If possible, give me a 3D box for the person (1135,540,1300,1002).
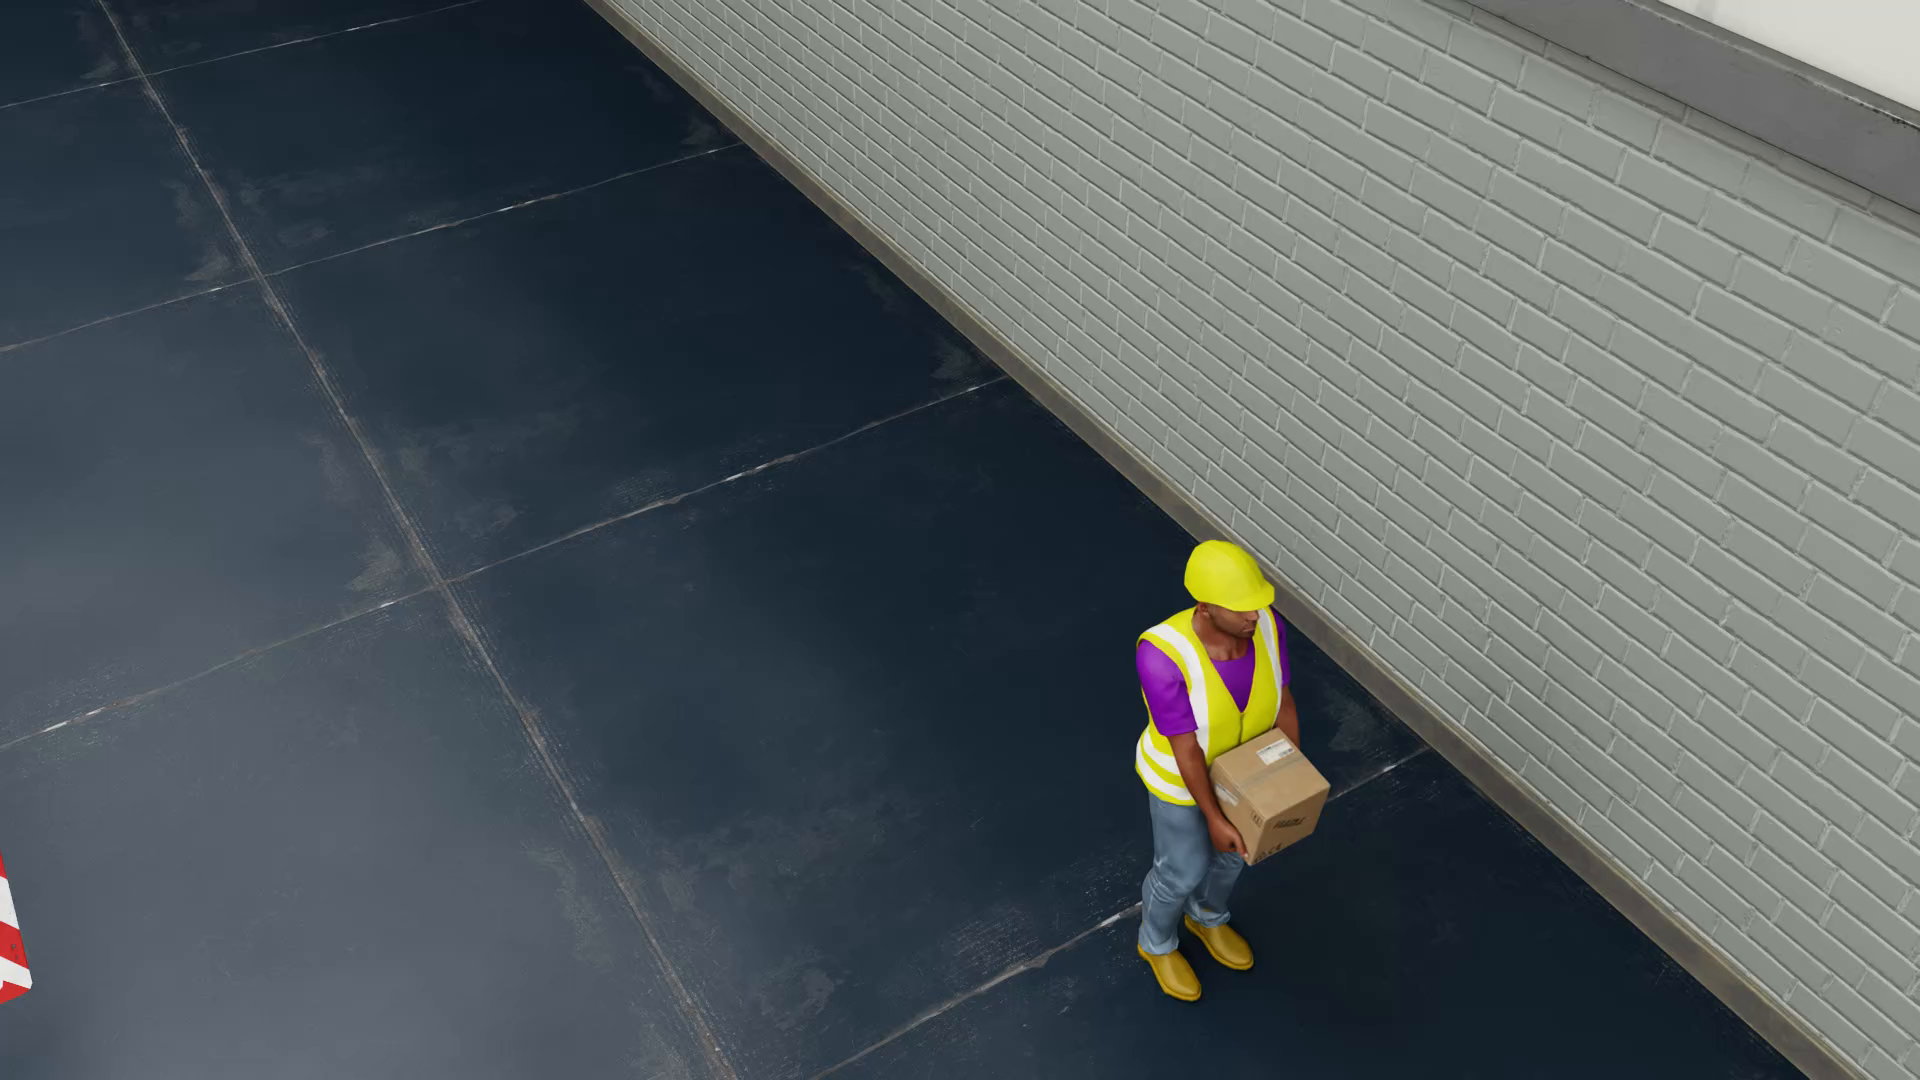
[{"bbox_3d":[0.835,0.779,5.232,0.504,1.760,0.569,-22,45,-23],"label":"person"}]
